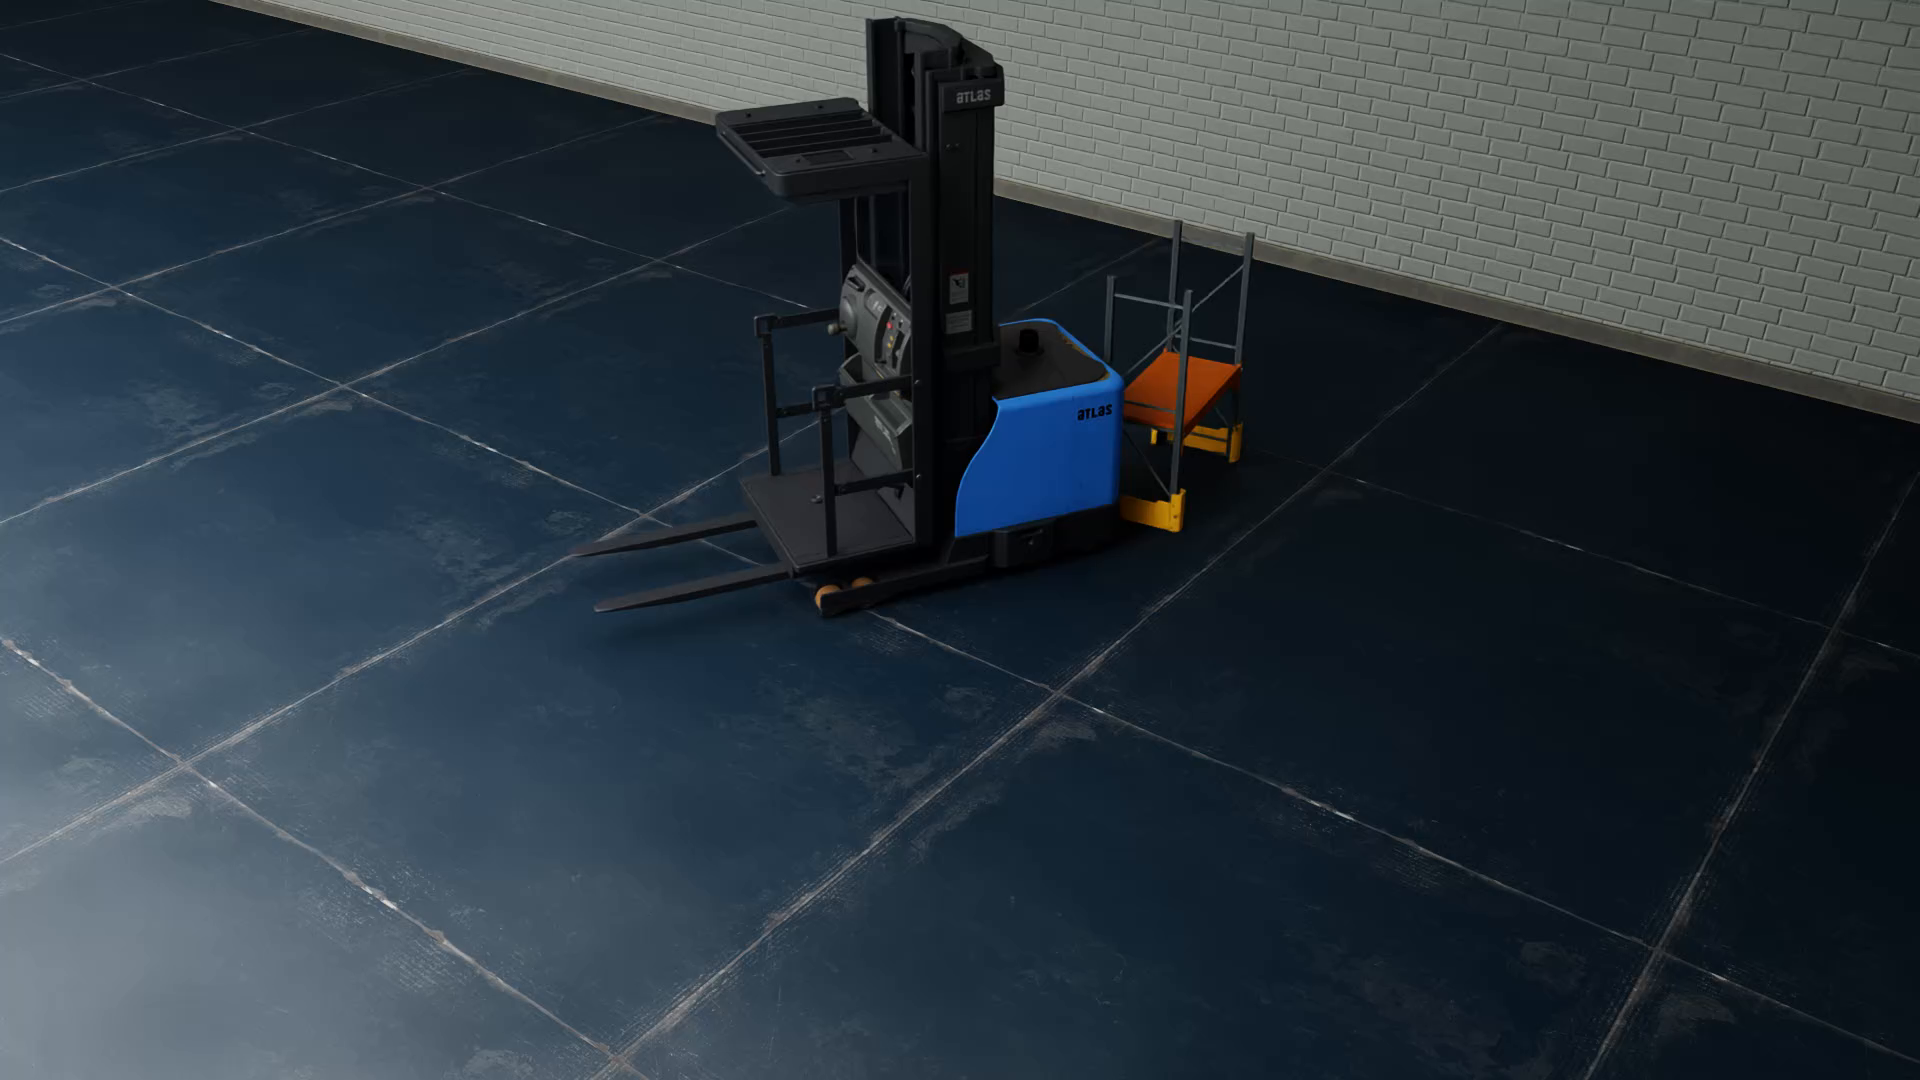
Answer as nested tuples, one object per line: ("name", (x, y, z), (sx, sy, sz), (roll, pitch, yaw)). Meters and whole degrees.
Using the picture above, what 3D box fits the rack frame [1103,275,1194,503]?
("rack frame", (1.053, -0.775, 9.587), (0.500, 1.500, 0.032), (15, 34, 24))

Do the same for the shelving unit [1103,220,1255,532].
("shelving unit", (1.284, -1.001, 9.967), (0.587, 1.500, 1.083), (15, 34, 24))

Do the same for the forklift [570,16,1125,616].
("forklift", (-0.639, -1.155, 8.825), (3.031, 2.935, 1.130), (-12, 33, -20))

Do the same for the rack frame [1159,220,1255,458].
("rack frame", (1.524, -1.234, 10.362), (0.500, 1.500, 0.032), (15, 34, 24))

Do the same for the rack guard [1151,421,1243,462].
("rack guard", (1.515, -0.688, 10.666), (0.587, 0.250, 0.087), (15, 34, 24))

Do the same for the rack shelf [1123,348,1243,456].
("rack shelf", (1.289, -0.850, 10.066), (0.538, 0.185, 1.000), (15, 34, 24))

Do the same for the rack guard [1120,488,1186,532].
("rack guard", (1.053, -0.238, 9.907), (0.587, 0.250, 0.087), (15, 34, 24))
